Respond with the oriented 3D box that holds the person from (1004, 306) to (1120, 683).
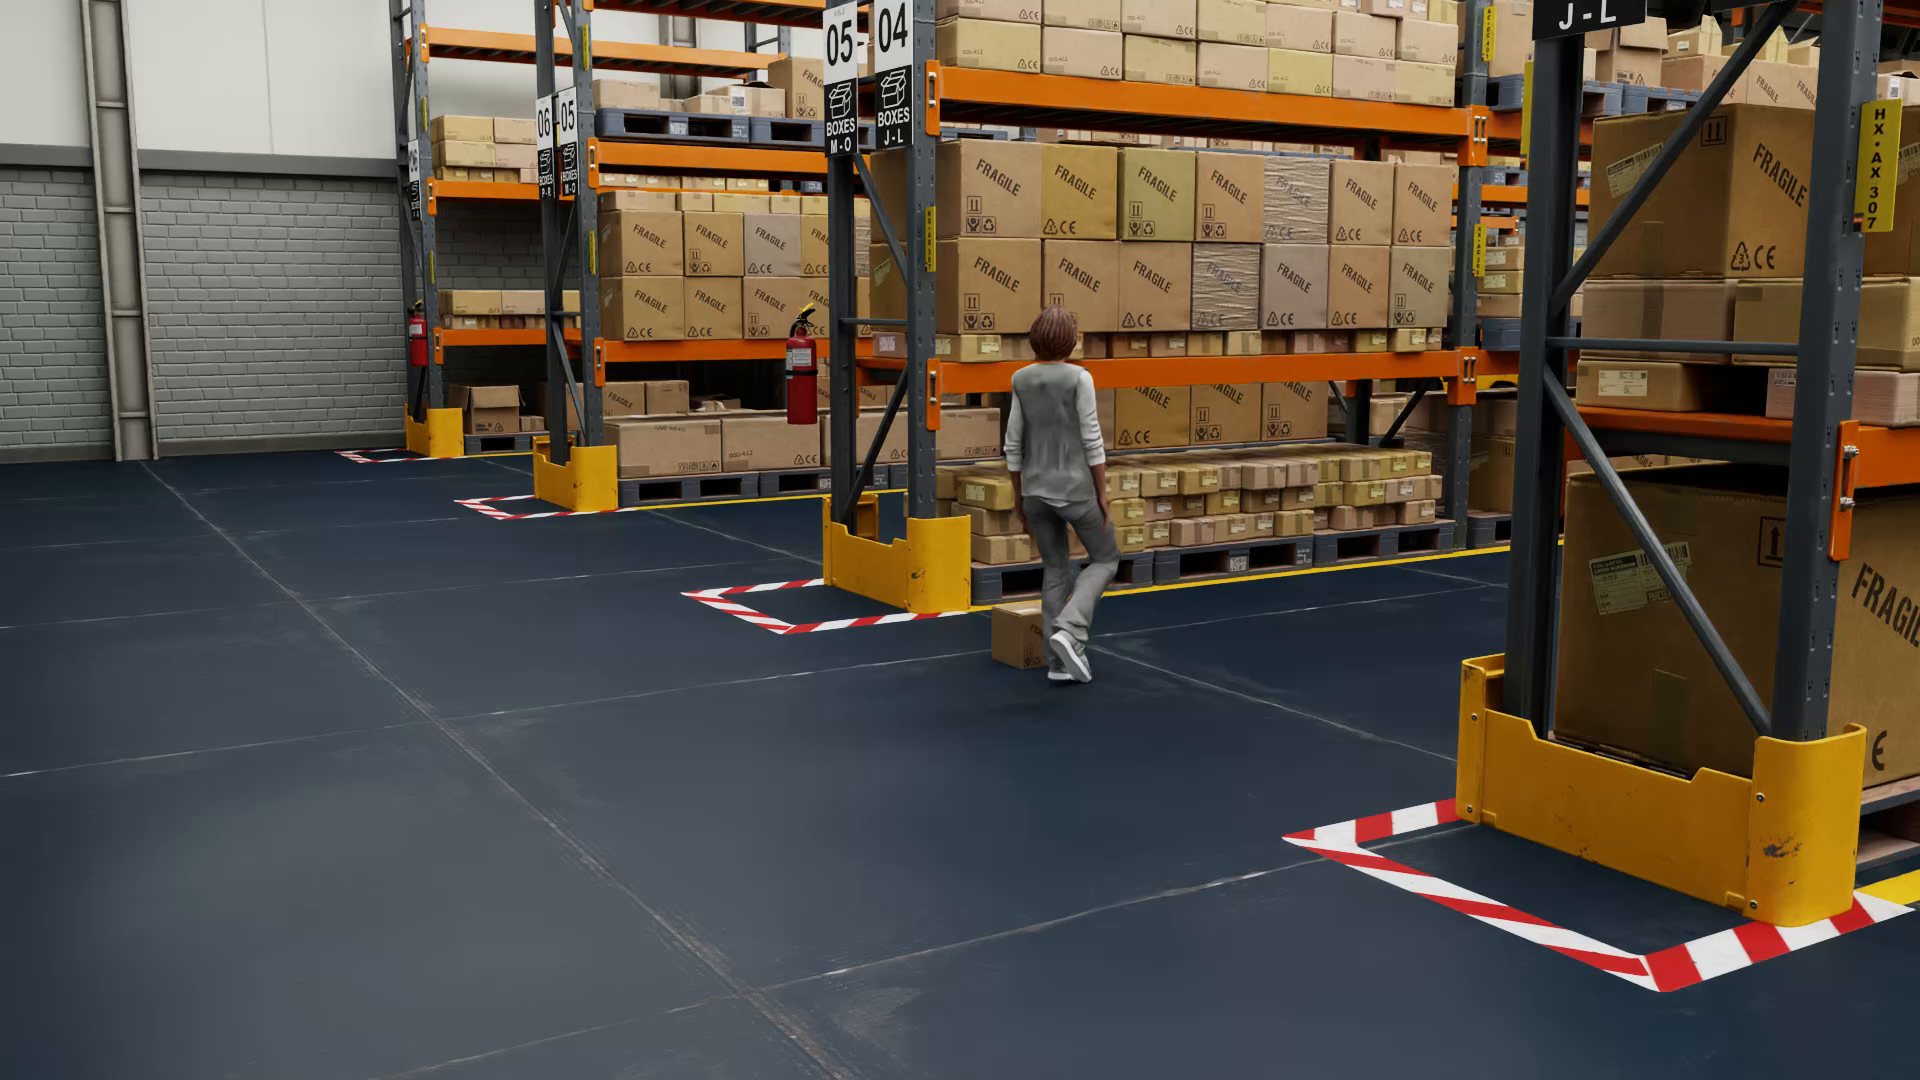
[{"bbox_3d":[0.426,-0.177,6.973,0.462,1.597,0.453,5,10,30],"label":"person"}]
